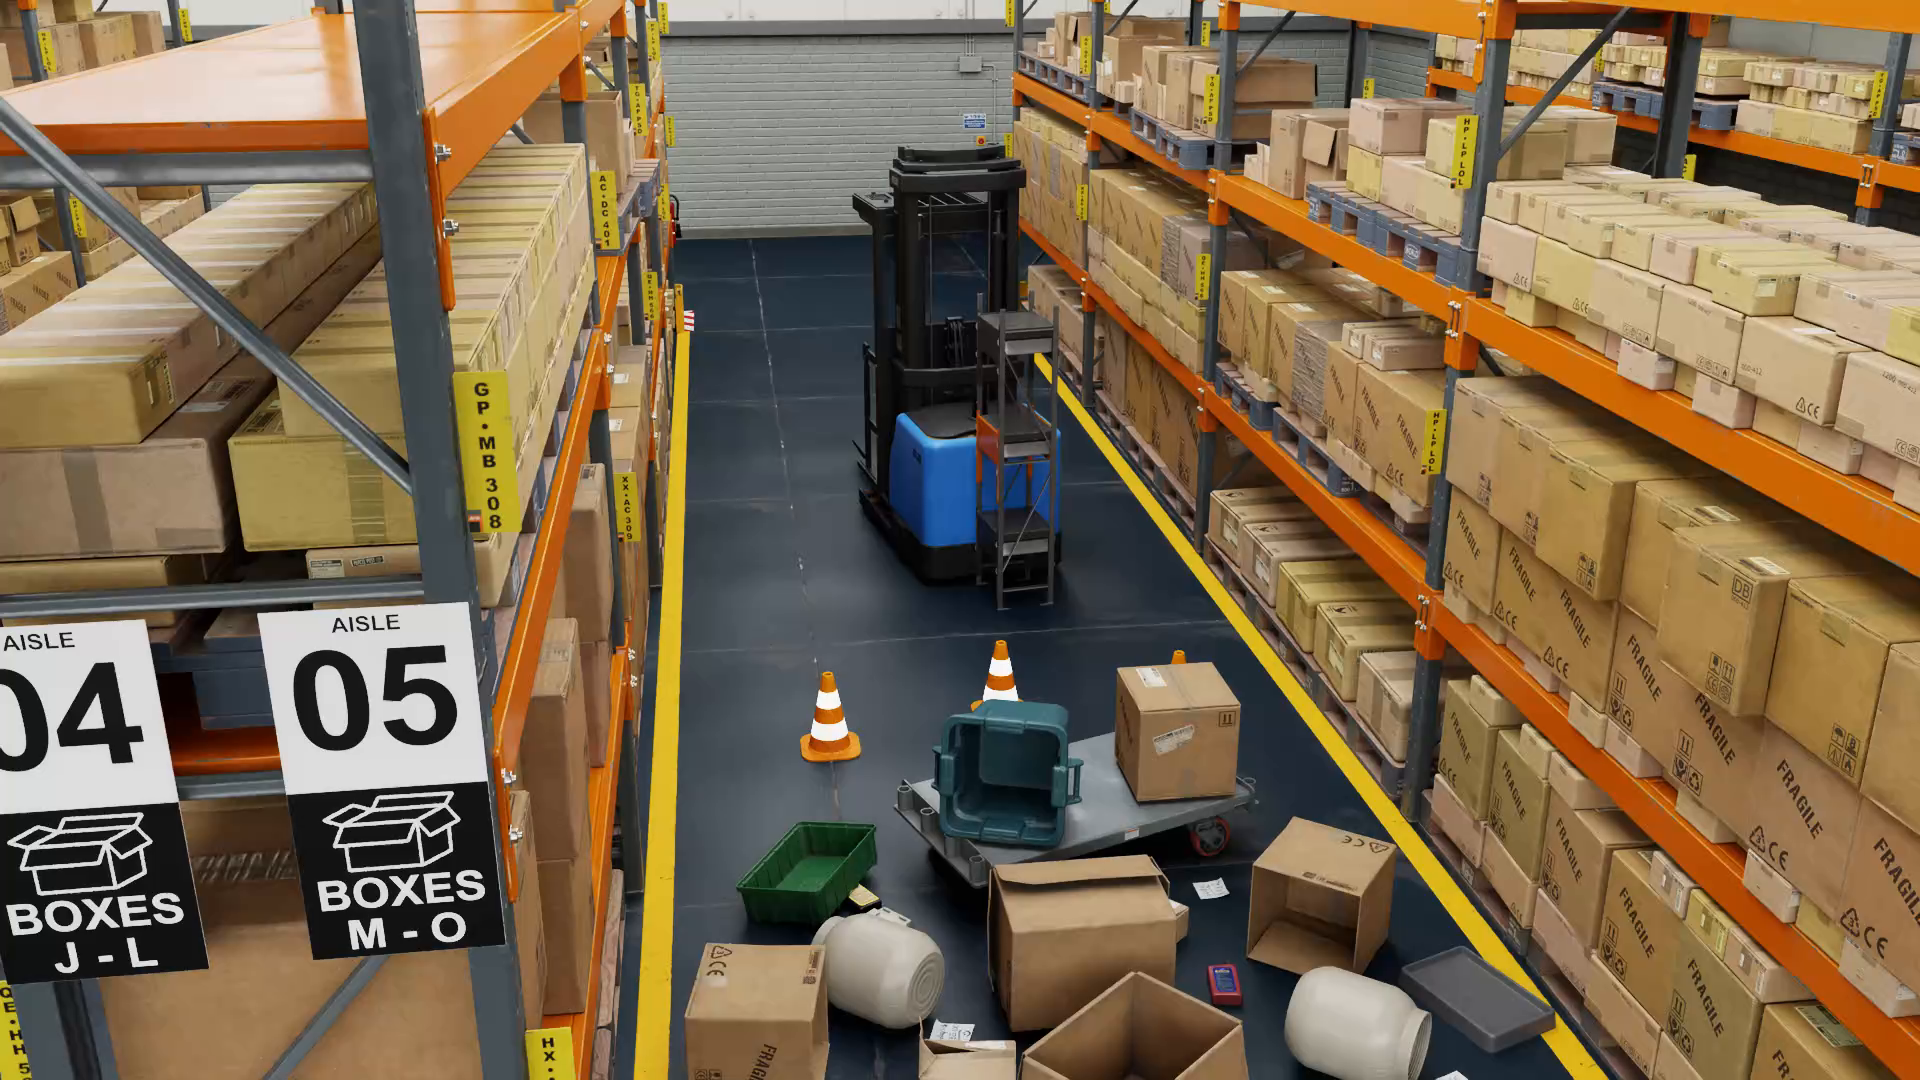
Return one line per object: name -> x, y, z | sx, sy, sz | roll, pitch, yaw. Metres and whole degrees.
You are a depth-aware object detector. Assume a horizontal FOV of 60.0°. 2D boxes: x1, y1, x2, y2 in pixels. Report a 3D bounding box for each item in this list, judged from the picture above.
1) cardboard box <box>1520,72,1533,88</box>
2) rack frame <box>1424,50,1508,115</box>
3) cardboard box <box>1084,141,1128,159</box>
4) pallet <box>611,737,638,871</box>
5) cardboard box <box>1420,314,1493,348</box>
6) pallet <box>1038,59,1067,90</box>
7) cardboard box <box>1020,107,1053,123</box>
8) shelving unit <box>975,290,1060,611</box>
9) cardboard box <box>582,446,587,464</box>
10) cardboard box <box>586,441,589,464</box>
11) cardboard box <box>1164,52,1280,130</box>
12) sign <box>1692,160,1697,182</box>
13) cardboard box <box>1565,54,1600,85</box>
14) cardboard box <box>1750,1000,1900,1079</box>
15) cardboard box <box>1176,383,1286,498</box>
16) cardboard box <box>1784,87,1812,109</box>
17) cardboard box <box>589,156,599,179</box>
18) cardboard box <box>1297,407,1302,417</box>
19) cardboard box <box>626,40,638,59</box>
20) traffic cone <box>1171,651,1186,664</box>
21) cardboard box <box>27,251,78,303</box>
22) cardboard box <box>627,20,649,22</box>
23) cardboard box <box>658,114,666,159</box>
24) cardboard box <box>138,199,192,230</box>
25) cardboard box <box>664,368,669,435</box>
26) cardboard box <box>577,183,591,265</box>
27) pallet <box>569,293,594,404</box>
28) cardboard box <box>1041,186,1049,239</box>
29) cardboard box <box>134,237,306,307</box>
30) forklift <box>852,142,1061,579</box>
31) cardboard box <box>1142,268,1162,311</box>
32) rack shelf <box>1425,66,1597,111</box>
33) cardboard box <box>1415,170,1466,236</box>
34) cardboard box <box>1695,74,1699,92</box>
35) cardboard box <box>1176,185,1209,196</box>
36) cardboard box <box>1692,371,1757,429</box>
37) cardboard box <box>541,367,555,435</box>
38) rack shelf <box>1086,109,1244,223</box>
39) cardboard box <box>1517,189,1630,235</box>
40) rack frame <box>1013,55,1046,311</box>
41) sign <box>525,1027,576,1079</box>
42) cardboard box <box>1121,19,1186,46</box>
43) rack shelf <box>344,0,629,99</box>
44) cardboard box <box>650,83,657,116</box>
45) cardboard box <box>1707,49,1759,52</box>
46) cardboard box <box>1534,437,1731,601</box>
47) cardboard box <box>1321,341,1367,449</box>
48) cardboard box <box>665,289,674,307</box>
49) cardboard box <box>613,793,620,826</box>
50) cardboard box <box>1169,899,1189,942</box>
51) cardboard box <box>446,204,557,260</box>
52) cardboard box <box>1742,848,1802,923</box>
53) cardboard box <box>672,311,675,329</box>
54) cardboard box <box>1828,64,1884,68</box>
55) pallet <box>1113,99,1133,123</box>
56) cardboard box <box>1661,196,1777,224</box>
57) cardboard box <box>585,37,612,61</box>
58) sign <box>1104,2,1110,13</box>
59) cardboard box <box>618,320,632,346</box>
cardboard box -> 6.109, -4.823, 17.415 | 0.380, 0.149, 0.250 | -3, 21, -7
rack frame -> 6.022, -4.366, 20.120 | 1.000, 3.000, 0.127 | -3, 21, -8
cardboard box -> 1.397, -3.736, 15.934 | 0.380, 0.149, 0.250 | -2, 21, -6
pallet -> -2.229, 1.368, 8.753 | 1.003, 0.211, 1.213 | -3, 21, -8
cardboard box -> 2.864, -1.198, 9.542 | 0.380, 0.149, 0.250 | -2, 21, -5
pallet -> 1.407, -4.799, 17.117 | 1.003, 0.211, 1.213 | -3, 21, -8
cardboard box -> 0.888, -4.797, 18.774 | 0.380, 0.149, 0.250 | -2, 21, -7
shelving unit -> 0.379, -0.600, 11.320 | 0.431, 2.100, 0.503 | -6, 21, -16
cardboard box -> -2.025, -0.122, 6.998 | 0.875, 0.550, 0.550 | -3, 21, -8
cardboard box -> -2.121, -0.362, 7.827 | 0.700, 0.500, 0.500 | -3, 21, -9
cardboard box -> 1.933, -3.327, 12.306 | 0.700, 0.500, 0.500 | -4, 21, -10
sign -> 7.147, -3.553, 16.287 | 0.100, 0.325, 0.005 | -3, 21, -8
cardboard box -> 6.281, -4.610, 16.275 | 0.500, 0.250, 0.500 | -3, 21, -8
cardboard box -> 3.043, 1.901, 5.598 | 0.500, 0.500, 0.500 | -3, 21, -7
cardboard box -> 2.246, -0.790, 12.980 | 0.875, 0.875, 0.875 | -3, 21, -8
cardboard box -> 6.776, -3.496, 13.146 | 0.380, 0.149, 0.250 | -3, 21, -8
cardboard box -> -2.104, -1.920, 8.731 | 0.396, 0.266, 0.258 | -3, 21, -8
cardboard box -> 2.338, -0.834, 10.420 | 0.380, 0.149, 0.250 | -2, 21, -6
cardboard box -> -2.999, -4.314, 14.623 | 0.380, 0.149, 0.250 | -3, 21, -9
traffic cone -> 1.276, 0.870, 9.726 | 0.336, 0.463, 0.334 | -3, 21, -8
cardboard box -> -7.782, -2.129, 13.986 | 0.500, 0.500, 0.500 | -3, 21, -8
cardboard box -> -3.475, -5.397, 17.521 | 0.380, 0.149, 0.250 | -3, 21, -7
cardboard box -> -3.461, -4.339, 18.049 | 0.500, 0.500, 0.500 | -3, 21, -9
cardboard box -> -8.291, -3.354, 17.198 | 0.500, 0.250, 0.500 | -3, 21, -9
cardboard box -> -2.841, -1.227, 14.688 | 0.500, 0.500, 0.500 | -3, 21, -9
cardboard box -> -1.719, -1.236, 6.497 | 0.500, 0.250, 0.500 | -3, 21, -8
pallet -> -1.936, -0.755, 6.291 | 1.003, 0.211, 1.213 | -3, 21, -8
cardboard box -> 1.140, -3.458, 17.544 | 0.500, 0.500, 0.500 | -2, 21, -6
cardboard box -> -2.034, -0.735, 4.586 | 0.380, 0.149, 0.250 | -3, 21, -9
forklift -> -0.178, -1.582, 12.762 | 1.130, 2.935, 3.031 | -6, 21, -16
cardboard box -> 1.771, -2.017, 13.330 | 0.500, 0.250, 0.500 | -3, 21, -9
rack shelf -> 6.310, -4.742, 17.867 | 1.077, 0.370, 4.000 | -3, 21, -8
cardboard box -> 2.613, -1.687, 8.272 | 0.500, 0.250, 0.500 | -3, 21, -9
cardboard box -> 6.425, -3.947, 14.326 | 0.380, 0.149, 0.250 | -2, 21, -6
cardboard box -> 2.135, -2.748, 14.214 | 0.500, 0.500, 0.500 | -2, 21, -6
cardboard box -> 2.823, -0.502, 5.844 | 0.380, 0.149, 0.250 | -3, 21, -8
cardboard box -> -1.381, -0.393, 4.811 | 0.380, 0.149, 0.250 | -3, 21, -8
rack shelf -> 1.975, -3.106, 13.485 | 1.077, 0.370, 4.000 | -3, 21, -8
cardboard box -> 2.629, -1.407, 7.128 | 0.380, 0.149, 0.250 | -2, 21, -6
rack frame -> 1.110, -4.115, 19.446 | 1.000, 3.000, 0.127 | -3, 21, -8
sign -> -0.917, 1.241, 3.756 | 0.100, 0.325, 0.005 | -3, 21, -8
cardboard box -> 1.810, -4.640, 15.678 | 0.500, 0.500, 0.500 | -3, 21, -7
rack shelf -> -2.332, -2.654, 8.560 | 1.077, 0.370, 4.000 | -3, 21, -8
cardboard box -> -3.002, -3.954, 14.942 | 0.500, 0.250, 0.500 | -2, 21, -5
cardboard box -> 6.889, -4.289, 14.816 | 0.380, 0.149, 0.250 | -2, 21, -6
cardboard box -> 2.787, -0.098, 6.695 | 0.700, 0.500, 0.500 | -3, 21, -9
cardboard box -> 2.405, -0.842, 9.515 | 0.500, 0.500, 0.500 | -2, 21, -6
cardboard box -> -3.304, -2.626, 18.085 | 0.380, 0.149, 0.250 | -3, 21, -9
cardboard box -> -2.222, 0.971, 8.443 | 1.050, 0.750, 0.750 | -3, 21, -8
cardboard box -> 0.834, 1.711, 7.755 | 0.396, 0.266, 0.258 | 17, 27, 39
cardboard box -> -1.456, -0.944, 5.145 | 0.380, 0.149, 0.250 | -3, 21, -7
cardboard box -> 2.922, 1.164, 5.671 | 0.380, 0.149, 0.250 | -3, 21, -7
cardboard box -> -3.354, -2.436, 18.425 | 0.380, 0.149, 0.250 | -2, 21, -6
cardboard box -> 7.239, -3.752, 13.406 | 0.380, 0.149, 0.250 | -3, 21, -8
pallet -> 1.868, -3.730, 14.403 | 0.805, 0.209, 1.217 | -4, 21, -10
cardboard box -> 3.164, -1.342, 6.953 | 0.380, 0.149, 0.250 | -2, 21, -6
cardboard box -> -3.251, -3.957, 13.994 | 0.700, 0.500, 0.500 | -3, 21, -8
sign -> 1.649, -5.920, 18.841 | 0.100, 0.325, 0.005 | -3, 21, -8
cardboard box -> -2.491, -1.456, 11.661 | 0.380, 0.149, 0.250 | -2, 21, -5
